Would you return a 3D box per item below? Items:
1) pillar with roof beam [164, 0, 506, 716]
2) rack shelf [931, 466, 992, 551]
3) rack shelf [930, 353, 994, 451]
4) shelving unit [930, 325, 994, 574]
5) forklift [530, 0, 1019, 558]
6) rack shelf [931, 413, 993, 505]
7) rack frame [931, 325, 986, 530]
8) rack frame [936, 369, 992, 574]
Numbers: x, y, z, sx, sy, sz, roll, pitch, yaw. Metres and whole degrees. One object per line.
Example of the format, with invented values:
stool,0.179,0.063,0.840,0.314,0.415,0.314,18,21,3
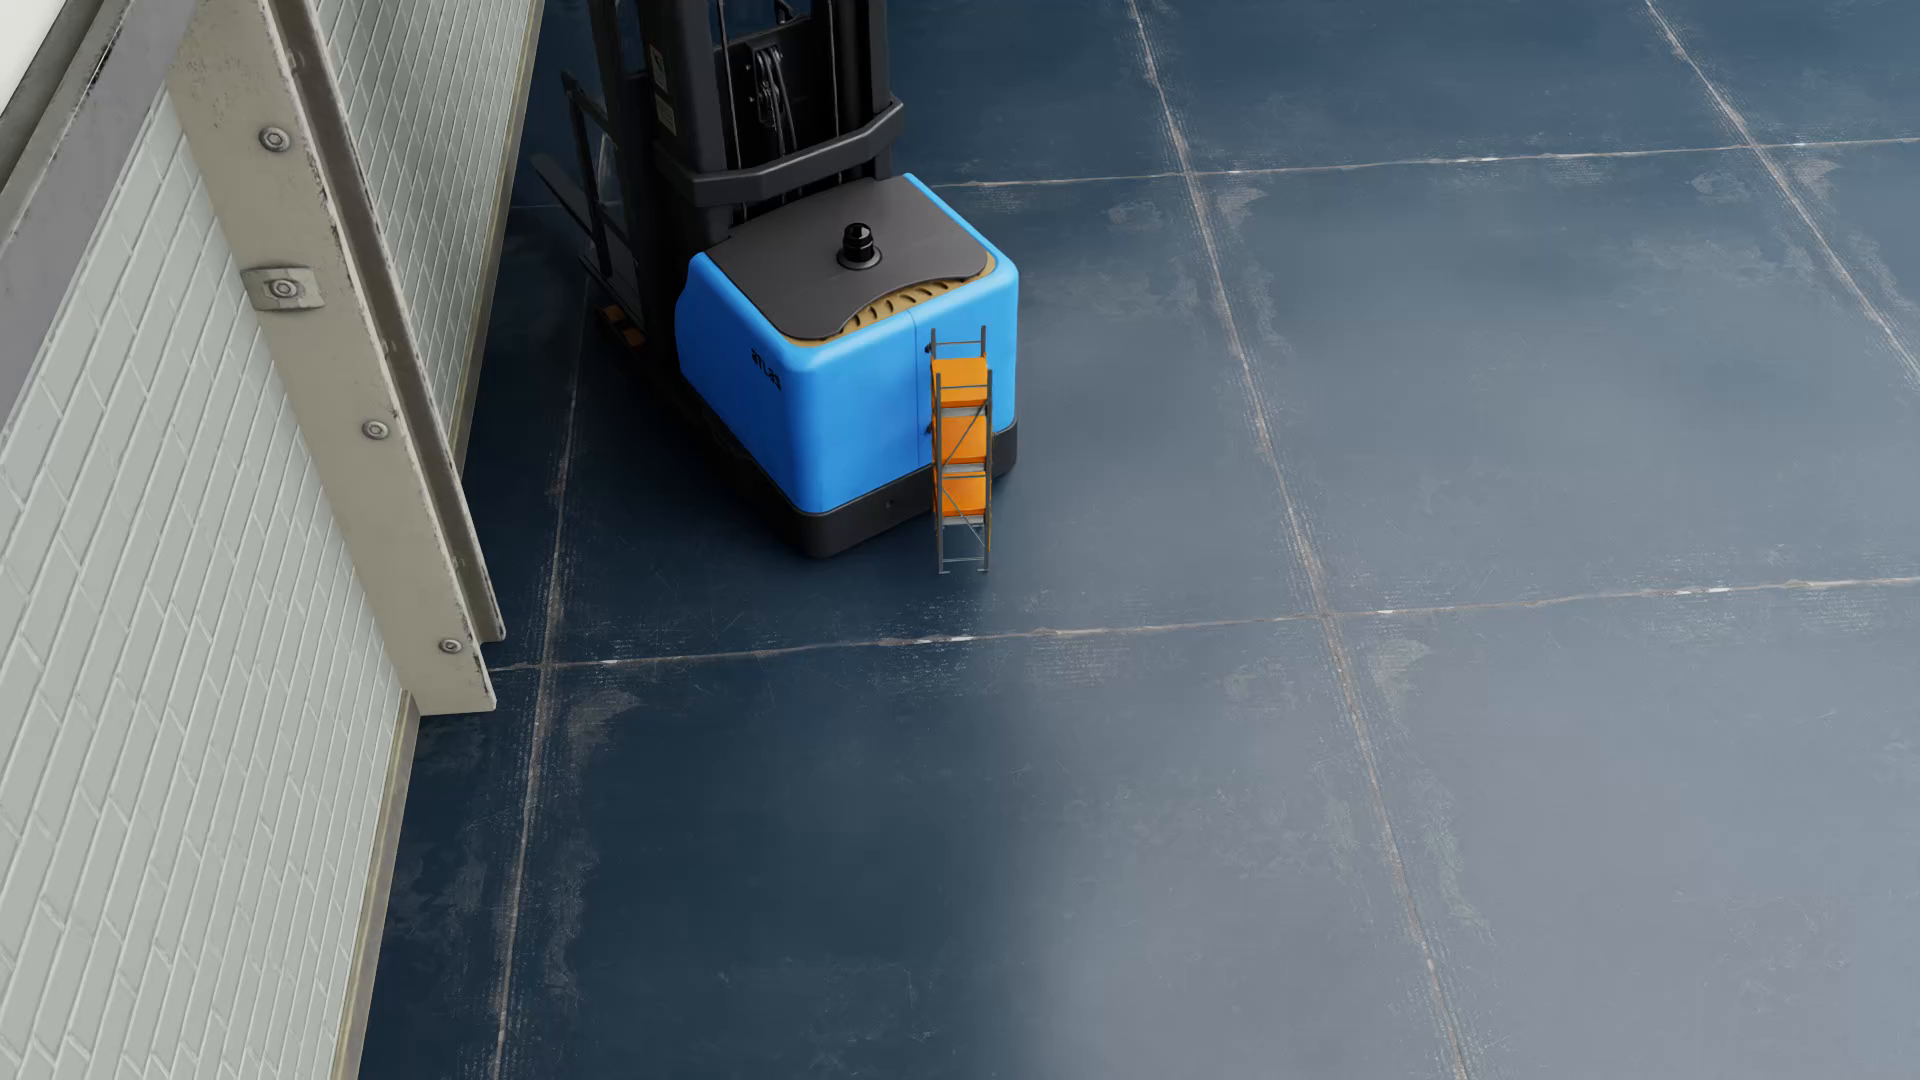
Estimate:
pillar with roof beam,2.399,-2.859,3.260,9.100,9.000,0.400,-3,47,-3
rack shelf,0.004,-0.124,6.542,0.215,0.259,0.240,-3,47,-3
rack shelf,0.005,-0.510,6.134,0.215,0.259,0.240,-3,47,-3
shelving unit,0.005,-0.322,6.332,0.215,1.050,0.252,-3,47,-3
forklift,-1.005,-1.979,6.606,1.130,2.935,3.031,-26,52,-23
rack shelf,0.005,-0.315,6.340,0.215,0.259,0.240,-3,47,-3
rack frame,-0.006,-0.411,6.416,0.200,1.050,0.008,-3,47,-3
rack frame,0.015,-0.234,6.249,0.200,1.050,0.008,-3,47,-3
